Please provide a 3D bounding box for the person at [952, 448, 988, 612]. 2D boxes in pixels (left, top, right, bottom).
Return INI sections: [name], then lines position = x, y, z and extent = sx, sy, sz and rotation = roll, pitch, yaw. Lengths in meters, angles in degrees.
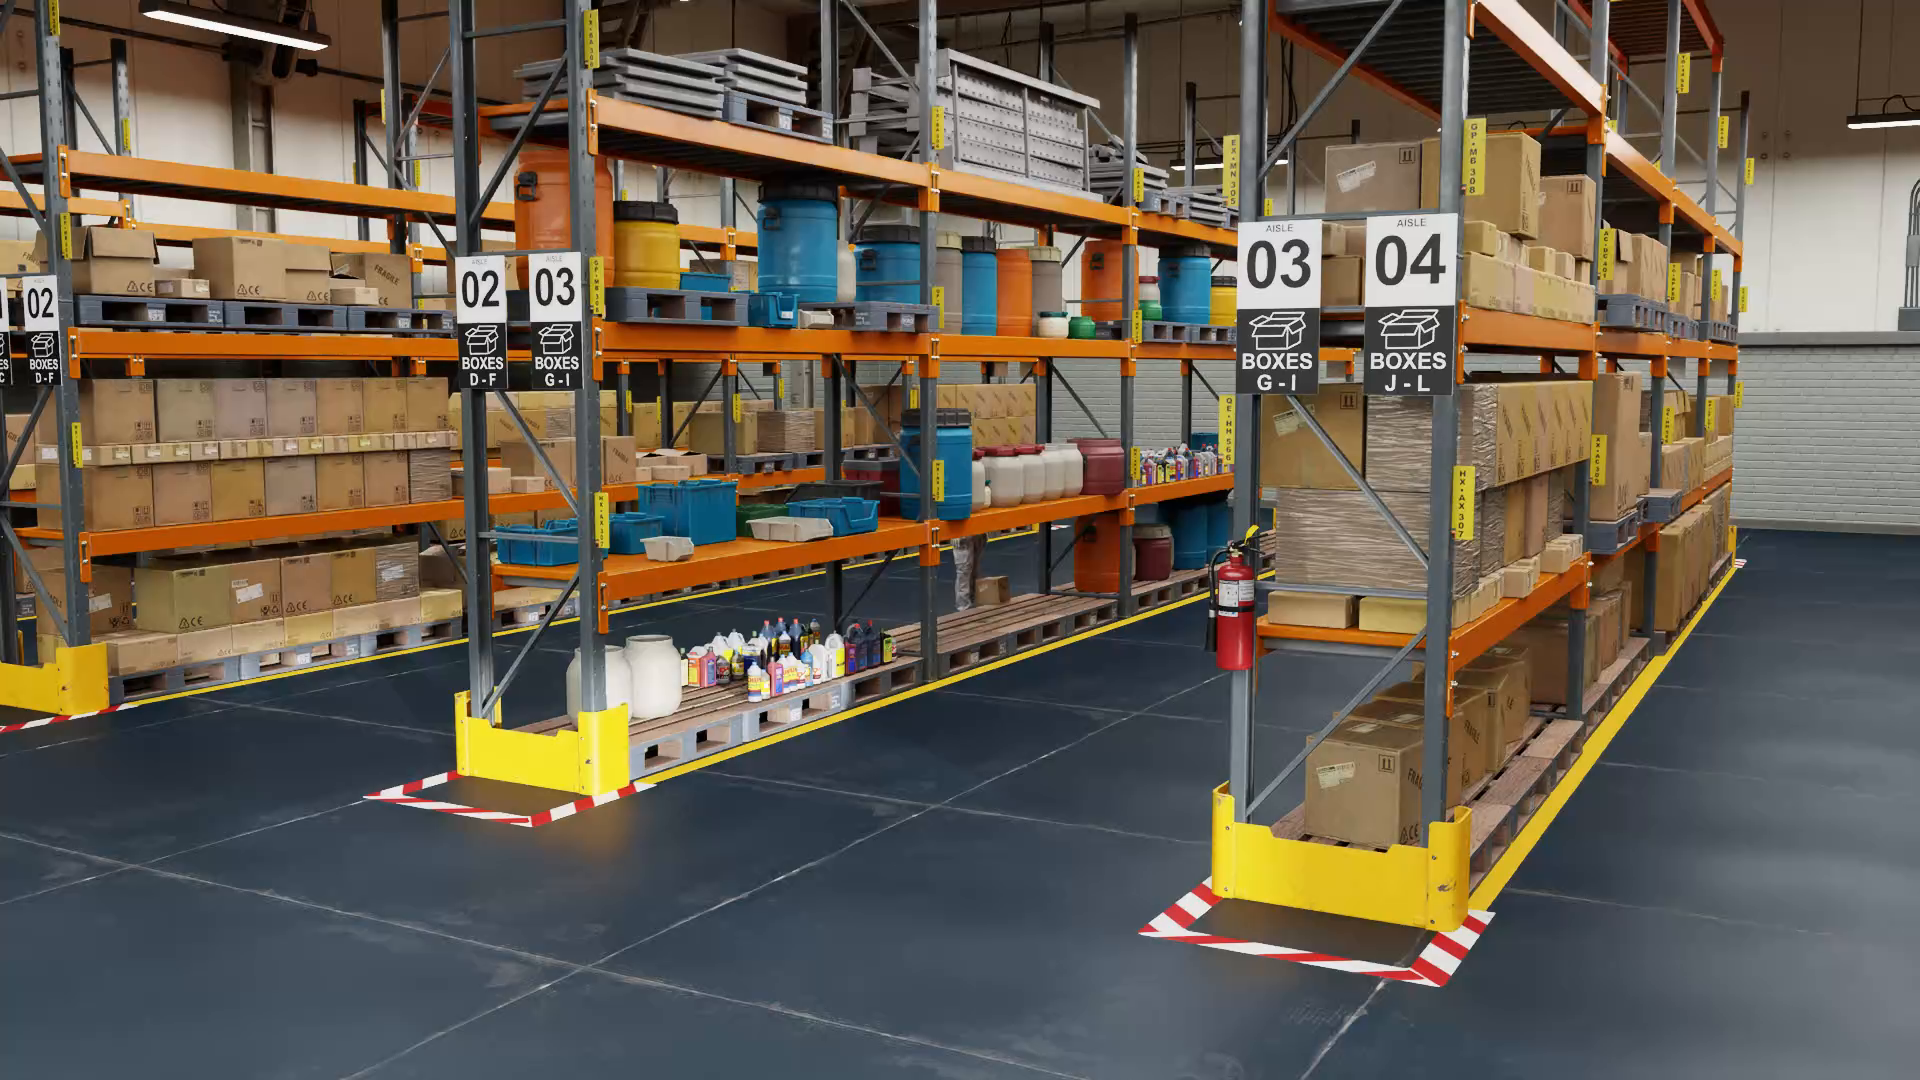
[person]
position = 0.128, -0.068, 16.552
extent = 0.576, 1.784, 0.657
rotation = 3, 7, 28
